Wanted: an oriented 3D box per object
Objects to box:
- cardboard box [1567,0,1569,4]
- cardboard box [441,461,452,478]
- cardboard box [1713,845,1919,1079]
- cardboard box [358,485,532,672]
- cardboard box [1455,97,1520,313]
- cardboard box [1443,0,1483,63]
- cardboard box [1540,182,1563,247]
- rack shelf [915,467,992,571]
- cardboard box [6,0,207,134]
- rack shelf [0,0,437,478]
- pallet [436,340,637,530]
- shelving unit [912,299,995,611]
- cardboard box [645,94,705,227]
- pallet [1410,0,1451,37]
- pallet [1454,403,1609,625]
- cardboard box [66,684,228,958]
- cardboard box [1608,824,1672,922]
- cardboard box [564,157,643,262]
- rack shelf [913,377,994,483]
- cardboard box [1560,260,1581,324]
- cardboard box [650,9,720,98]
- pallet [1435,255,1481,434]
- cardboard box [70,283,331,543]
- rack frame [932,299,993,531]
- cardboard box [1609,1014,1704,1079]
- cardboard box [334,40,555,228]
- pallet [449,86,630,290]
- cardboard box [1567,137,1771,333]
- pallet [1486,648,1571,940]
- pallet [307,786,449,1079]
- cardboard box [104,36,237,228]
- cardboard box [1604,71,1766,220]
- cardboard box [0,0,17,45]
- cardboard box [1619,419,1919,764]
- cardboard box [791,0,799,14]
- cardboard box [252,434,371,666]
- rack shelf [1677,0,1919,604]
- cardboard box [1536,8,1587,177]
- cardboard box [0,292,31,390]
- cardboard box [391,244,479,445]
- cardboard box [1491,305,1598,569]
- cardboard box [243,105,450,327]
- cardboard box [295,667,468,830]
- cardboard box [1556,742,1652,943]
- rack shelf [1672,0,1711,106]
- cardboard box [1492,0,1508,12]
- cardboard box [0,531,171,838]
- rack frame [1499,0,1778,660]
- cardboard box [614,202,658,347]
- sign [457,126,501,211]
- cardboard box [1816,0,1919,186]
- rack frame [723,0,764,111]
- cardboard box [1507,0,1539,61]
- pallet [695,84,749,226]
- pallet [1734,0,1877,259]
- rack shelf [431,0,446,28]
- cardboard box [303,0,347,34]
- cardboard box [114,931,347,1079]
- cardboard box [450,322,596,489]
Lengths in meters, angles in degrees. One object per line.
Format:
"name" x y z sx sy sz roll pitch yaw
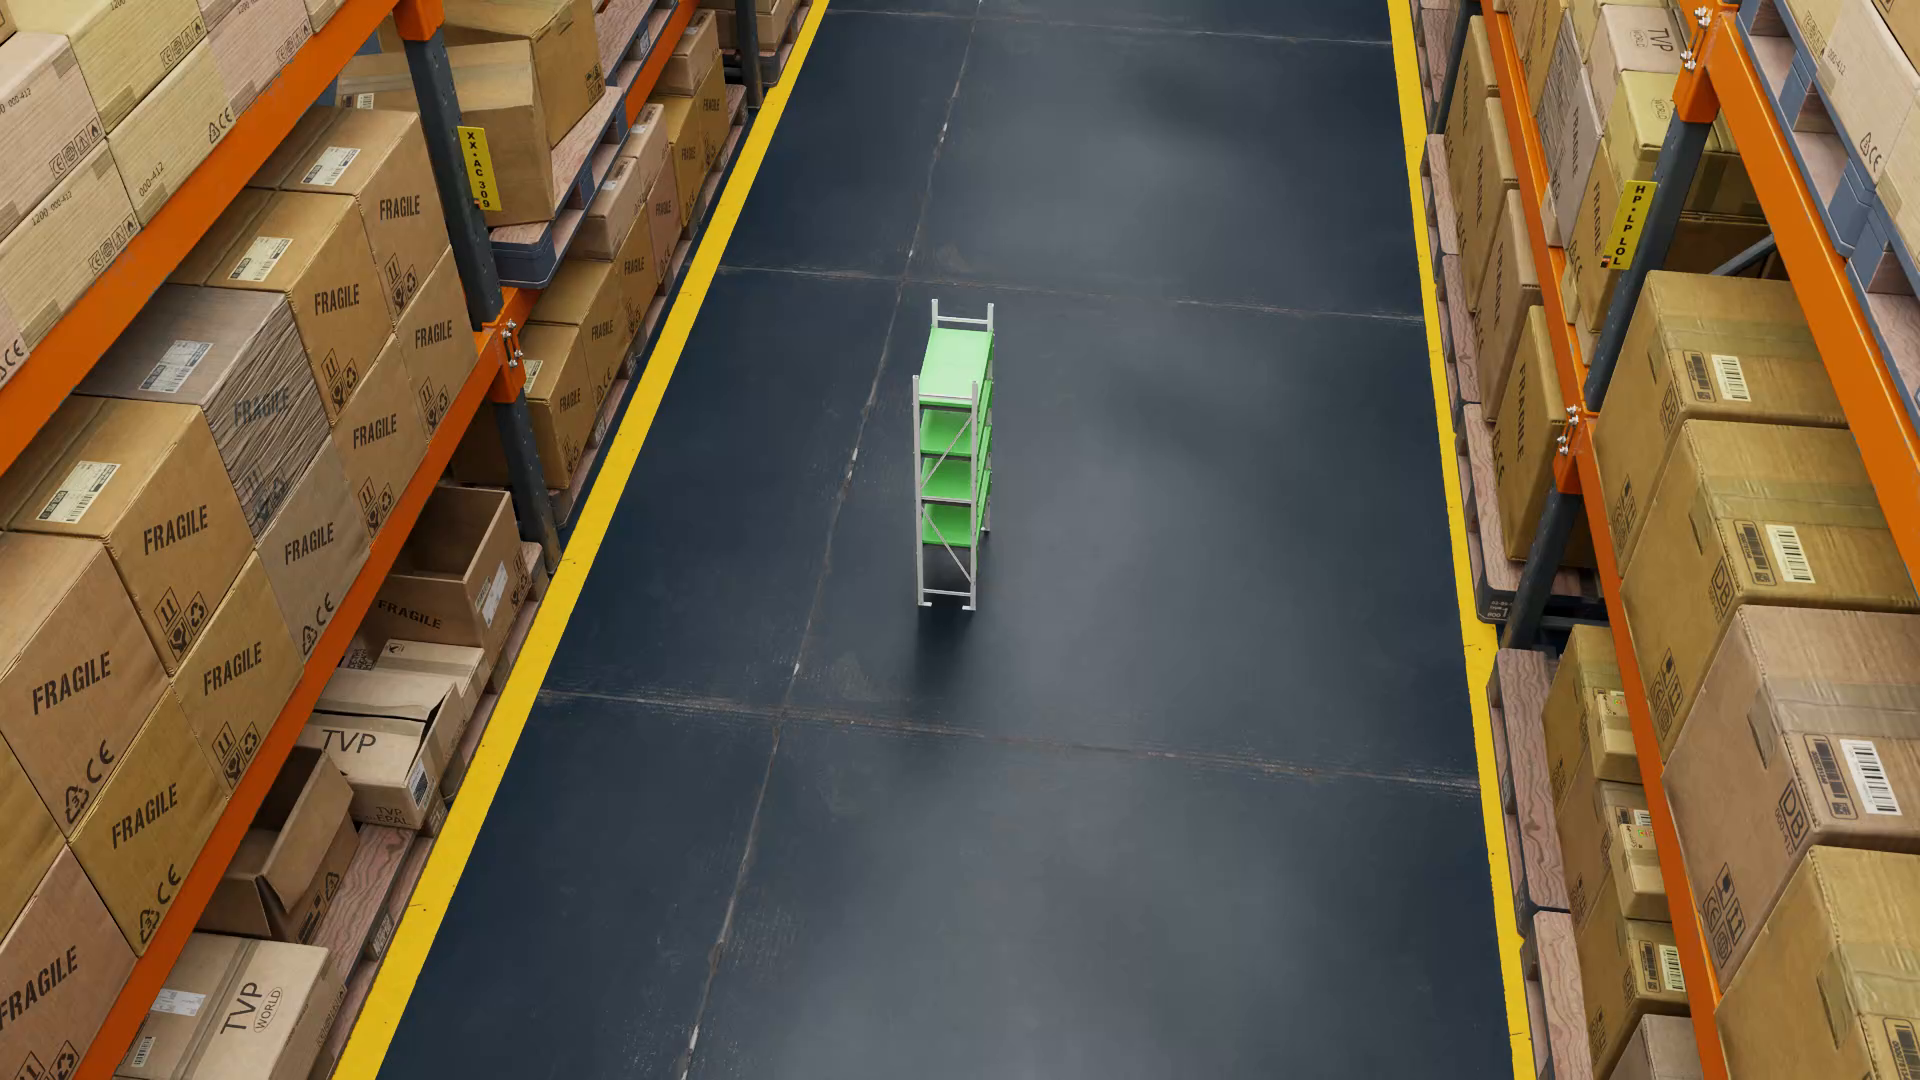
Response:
"cardboard box" 2.711 -2.384 6.737 0.500 0.250 0.500 4 44 5
"cardboard box" -2.438 -0.638 7.241 0.500 0.500 0.500 5 44 5
"cardboard box" 2.306 1.196 3.587 0.980 0.700 0.700 5 44 5
"cardboard box" -2.013 0.138 6.421 0.500 0.500 0.500 5 44 6
"cardboard box" 2.871 -1.588 8.004 0.750 0.750 0.750 5 44 5
"cardboard box" 3.264 -3.050 9.787 0.700 0.500 0.500 6 44 6
"cardboard box" 2.521 -1.280 6.589 0.380 0.149 0.250 5 44 6
"rack shelf" -0.022 -0.102 6.927 0.258 0.148 0.480 5 44 6
"cardboard box" -2.152 -1.203 3.903 0.500 0.250 0.500 5 44 6
"rack shelf" -2.483 -0.489 3.926 1.077 0.370 4.000 5 44 6
"pallet" -2.149 -0.569 7.698 1.003 0.211 1.213 5 44 6
"shelving unit" -0.022 -0.323 6.718 0.258 1.200 0.503 5 44 6
"cardboard box" -1.650 -1.991 8.669 0.500 0.500 0.500 4 44 4
"pallet" 3.489 -3.651 10.953 1.003 0.211 1.213 5 44 6
"pallet" 2.719 -0.096 7.198 1.003 0.211 1.213 5 44 6
"cardboard box" -2.295 0.694 4.263 0.500 0.500 0.500 5 44 5
"cardboard box" 2.196 1.016 5.036 0.380 0.149 0.250 4 44 4
"cardboard box" -1.781 -1.537 7.645 0.500 0.250 0.500 5 44 6
"rack shelf" -0.022 -0.451 6.597 0.258 0.148 0.480 5 44 6
"cardboard box" 2.466 -0.922 6.211 0.380 0.149 0.250 6 44 6
"cardboard box" -1.584 -2.577 8.742 0.500 0.250 0.500 7 44 7
"pallet" 2.878 -0.930 8.079 1.003 0.211 1.213 5 44 6
"cardboard box" -2.161 -0.362 4.651 0.500 0.500 0.500 6 44 6
"rack frame" 0.010 -0.489 6.894 0.240 1.200 0.015 5 44 6
"cardboard box" 2.288 1.735 4.749 0.700 0.500 0.500 4 44 4
"cardboard box" -1.934 -1.515 6.290 0.700 0.500 0.500 -8 44 -9
"pallet" -2.005 -1.489 6.780 1.003 0.211 1.213 5 44 6
"cardboard box" 2.503 -1.065 5.890 0.500 0.500 0.500 5 44 5
"pallet" 2.514 0.948 6.096 1.003 0.211 1.213 5 44 6
"pallet" -2.469 1.291 5.734 1.003 0.211 1.213 5 44 6
"cardboard box" -2.154 -1.022 4.075 0.500 0.250 0.500 5 44 6
"cardboard box" 2.500 -1.342 5.636 0.500 0.250 0.500 6 44 7
"cardboard box" -2.427 -1.154 3.305 0.700 0.500 0.500 5 44 6
"cardboard box" 2.502 0.180 4.660 0.980 0.700 0.700 4 44 4
"cardboard box" -1.264 -3.577 10.540 0.500 0.250 0.500 4 44 4
"cardboard box" -2.163 0.006 4.990 0.500 0.500 0.500 6 44 6
"rack shelf" 2.427 -0.041 3.453 1.077 0.370 4.000 5 44 6
"cardboard box" 2.636 -1.755 6.619 0.500 0.500 0.500 5 44 6
"cardboard box" -2.284 -0.340 3.355 0.500 0.250 0.500 5 44 6
"cardboard box" -2.031 -0.696 5.731 0.500 0.500 0.500 6 44 6
"cardboard box" 2.649 -0.403 6.752 0.750 0.750 0.750 6 44 6
"cardboard box" -2.029 -1.055 5.383 0.500 0.500 0.500 5 44 6
"cardboard box" -2.112 0.718 5.946 0.500 0.311 0.500 5 44 6
"cardboard box" 2.422 1.021 5.502 0.700 0.500 0.500 5 44 5
"rack shelf" 2.956 -2.767 6.332 1.077 0.370 4.000 5 44 6
"cardboard box" 2.787 -2.671 8.057 0.380 0.149 0.250 6 44 7
"cardboard box" -2.295 0.327 3.923 0.500 0.500 0.500 6 44 6
"rack frame" 2.692 -0.576 5.677 1.000 3.000 0.127 5 44 6
"cardboard box" -1.780 -1.288 7.927 0.500 0.500 0.500 6 44 6
"sign" -1.680 -1.294 5.805 0.100 0.325 0.005 5 44 6
"cardboard box" 2.258 -1.007 3.681 0.500 0.250 0.500 4 44 5
"rack frame" -1.690 -3.750 9.029 1.000 3.000 0.127 5 44 6
"cardboard box" 2.758 -2.452 7.354 0.500 0.500 0.500 5 44 5
"pallet" -1.826 -2.232 9.454 1.003 0.211 1.213 5 44 6
"pallet" 2.573 -1.077 4.088 1.003 0.211 1.213 5 44 6
"rack shelf" -1.954 -3.215 6.805 1.077 0.370 4.000 5 44 6
"cardboard box" -2.019 -1.703 4.794 0.500 0.250 0.500 5 44 6
"cardboard box" -2.262 1.515 5.149 0.500 0.250 0.500 5 44 6
"cardboard box" -1.913 -0.584 7.183 0.500 0.500 0.500 3 44 4
